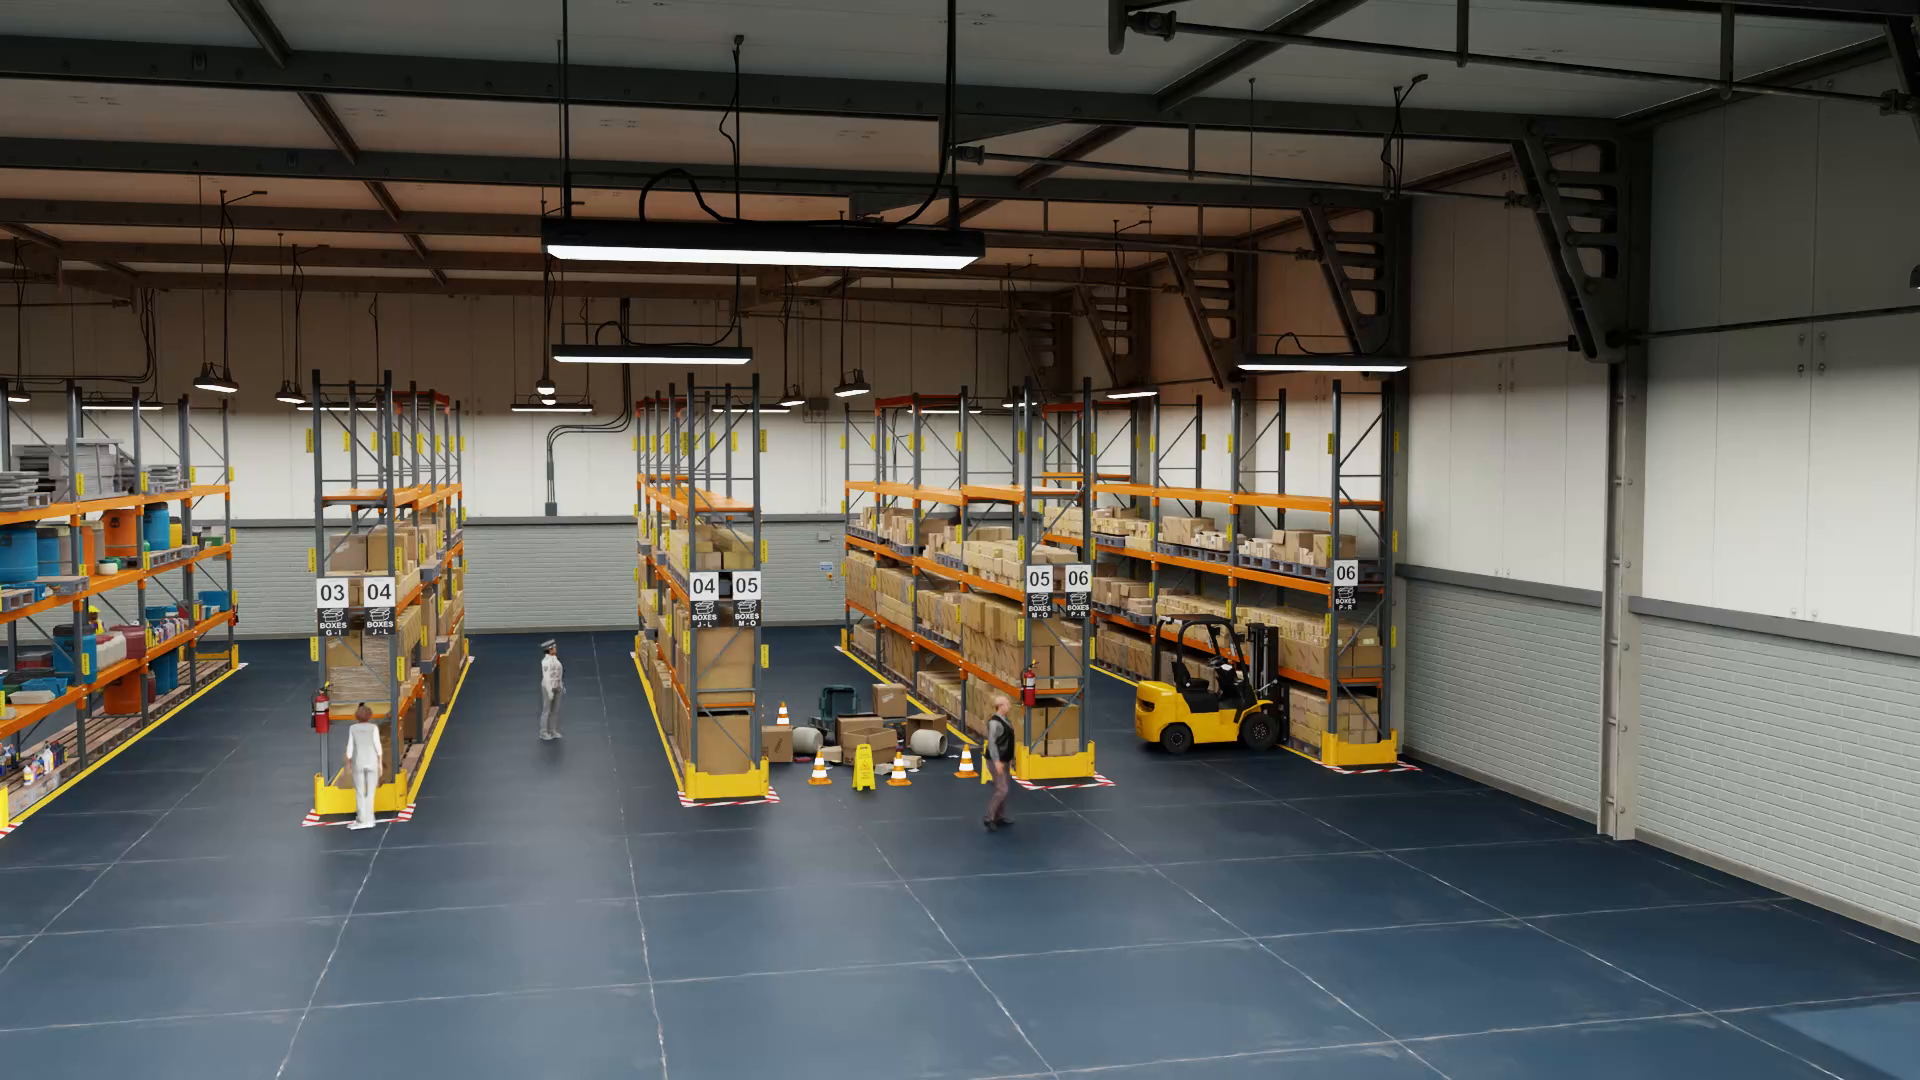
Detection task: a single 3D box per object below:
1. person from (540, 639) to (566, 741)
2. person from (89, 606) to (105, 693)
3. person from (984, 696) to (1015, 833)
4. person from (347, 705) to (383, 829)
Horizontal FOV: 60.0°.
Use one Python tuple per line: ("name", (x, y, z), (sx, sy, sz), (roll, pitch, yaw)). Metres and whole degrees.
("person", (-6.916, 2.527, 28.219), (0.348, 1.703, 0.528), (1, 4, 22))
("person", (-17.333, 2.193, 33.247), (0.396, 1.778, 0.615), (3, 5, 43))
("person", (0.512, 2.898, 21.681), (0.367, 1.735, 0.588), (1, 3, 18))
("person", (-7.749, 2.955, 21.629), (0.463, 1.615, 0.347), (0, 3, -7))
